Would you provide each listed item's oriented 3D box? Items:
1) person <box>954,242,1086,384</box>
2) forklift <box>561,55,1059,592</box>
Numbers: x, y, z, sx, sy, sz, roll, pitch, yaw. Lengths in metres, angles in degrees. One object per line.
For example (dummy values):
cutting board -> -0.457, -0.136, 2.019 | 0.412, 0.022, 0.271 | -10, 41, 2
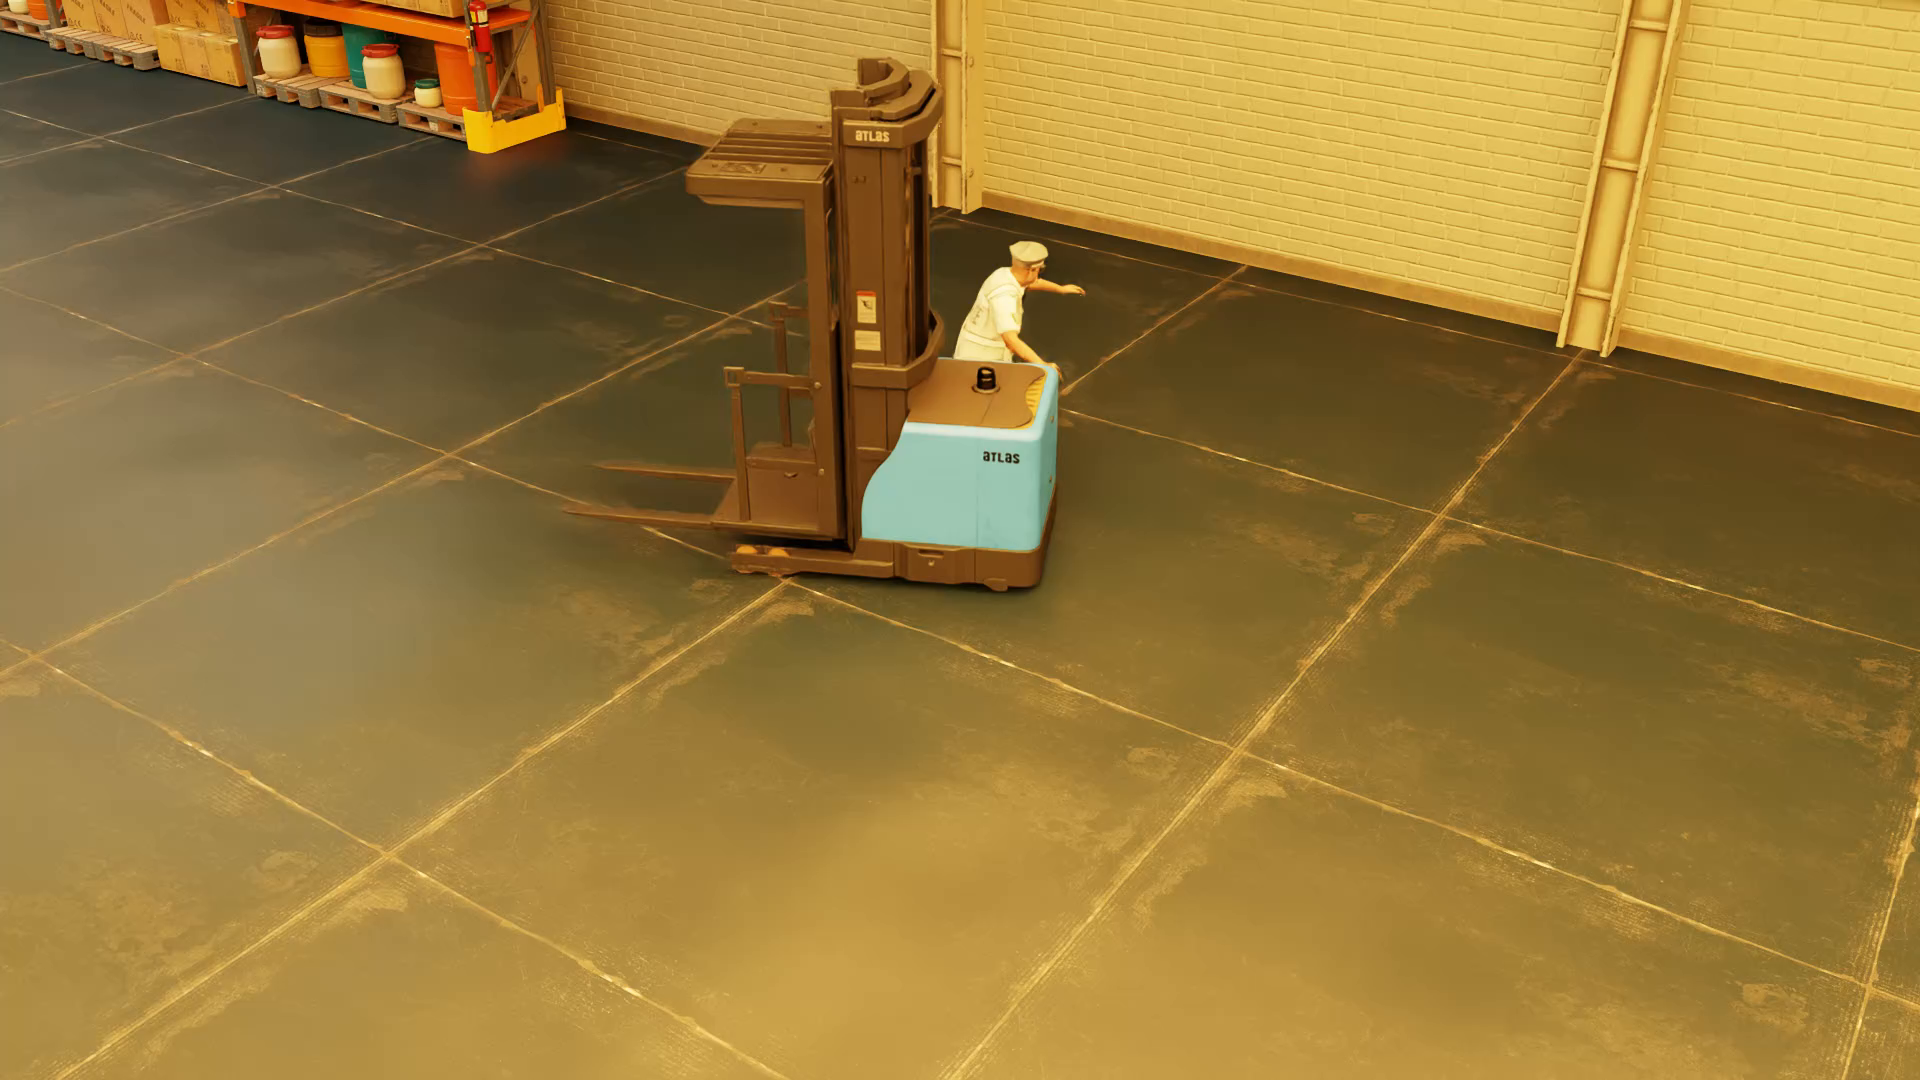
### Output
person -> 0.447, -1.161, 11.037 | 0.941, 1.511, 1.293 | -3, 30, -4
forklift -> -0.946, -1.301, 9.822 | 3.031, 2.935, 1.130 | 5, 30, 8
